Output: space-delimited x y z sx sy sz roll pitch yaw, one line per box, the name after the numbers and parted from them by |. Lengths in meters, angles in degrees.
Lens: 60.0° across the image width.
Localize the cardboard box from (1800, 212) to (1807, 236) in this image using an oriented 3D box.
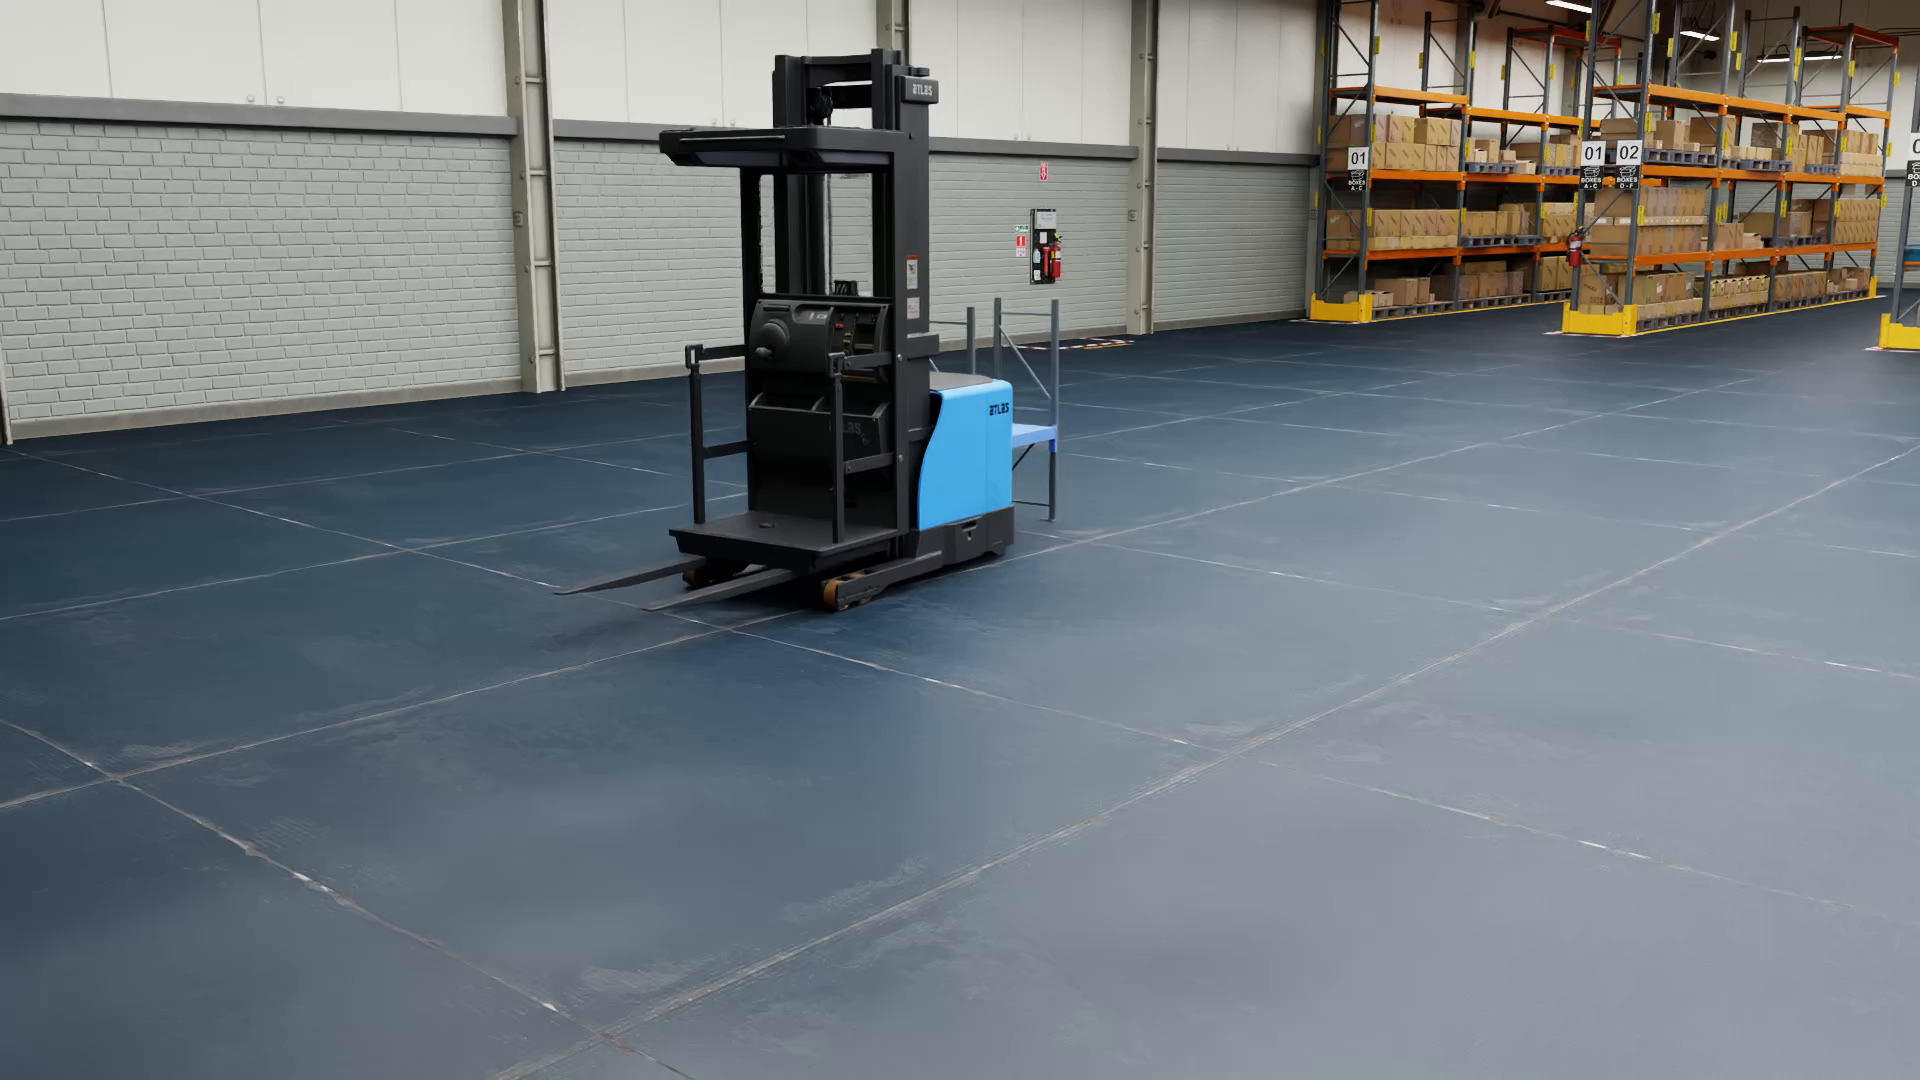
17.723 -6.764 35.589 0.700 0.500 0.500 6 13 26 | cardboard box

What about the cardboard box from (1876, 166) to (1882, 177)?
21.342 -8.653 39.100 0.500 0.250 0.500 10 15 40 | cardboard box

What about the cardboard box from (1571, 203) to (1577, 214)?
13.985 -7.663 38.440 0.500 0.250 0.500 9 15 39 | cardboard box

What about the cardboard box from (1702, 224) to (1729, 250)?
14.429 -5.837 32.022 0.500 0.500 0.500 -11 16 -43 | cardboard box

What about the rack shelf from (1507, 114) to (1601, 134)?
13.799 -9.515 38.234 1.077 0.370 4.000 10 15 40 | rack shelf

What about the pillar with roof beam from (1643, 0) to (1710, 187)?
22.126 -10.899 42.307 9.100 9.000 0.548 10 15 40 | pillar with roof beam

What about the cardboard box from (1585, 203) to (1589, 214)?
14.321 -7.738 38.816 0.500 0.250 0.500 10 15 41 | cardboard box

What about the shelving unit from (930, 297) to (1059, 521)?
0.163 -0.810 10.937 0.538 1.500 1.048 8 14 33 | shelving unit

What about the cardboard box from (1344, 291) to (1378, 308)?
7.722 -4.638 32.018 0.500 0.311 0.500 8 14 34 | cardboard box

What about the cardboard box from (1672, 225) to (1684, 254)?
12.596 -5.431 29.988 0.700 0.500 0.500 10 15 41 | cardboard box

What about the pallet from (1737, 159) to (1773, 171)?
15.085 -7.290 32.377 1.003 0.211 1.213 11 16 43 | pallet

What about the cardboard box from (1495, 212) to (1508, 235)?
11.370 -6.836 35.901 0.700 0.500 0.500 10 15 40 | cardboard box

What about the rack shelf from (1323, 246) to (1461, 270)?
8.518 -5.593 32.890 1.077 0.370 4.000 10 15 40 | rack shelf

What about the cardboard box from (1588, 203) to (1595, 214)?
14.658 -7.813 39.191 0.500 0.250 0.500 10 15 42 | cardboard box

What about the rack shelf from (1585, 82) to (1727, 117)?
12.241 -7.698 29.138 1.077 0.370 4.000 10 15 40 | rack shelf

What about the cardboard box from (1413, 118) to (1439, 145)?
9.020 -7.991 32.543 0.500 0.500 0.500 9 14 38 | cardboard box

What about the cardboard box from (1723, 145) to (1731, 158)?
14.336 -7.374 31.623 0.500 0.250 0.500 8 14 35 | cardboard box

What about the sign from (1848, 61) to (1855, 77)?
19.263 -10.183 35.932 0.100 0.325 0.005 10 15 40 | sign

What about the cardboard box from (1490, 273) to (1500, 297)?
11.308 -5.568 36.188 0.700 0.500 0.500 10 15 40 | cardboard box

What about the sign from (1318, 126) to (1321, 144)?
6.794 -7.631 31.340 0.100 0.325 0.005 10 15 40 | sign

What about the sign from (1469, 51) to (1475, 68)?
10.233 -9.605 33.241 0.100 0.325 0.005 10 15 40 | sign

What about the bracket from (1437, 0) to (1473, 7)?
9.251 -10.967 33.455 0.076 0.066 4.783 10 15 40 | bracket

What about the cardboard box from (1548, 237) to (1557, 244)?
13.282 -6.797 37.675 0.380 0.149 0.250 10 15 42 | cardboard box

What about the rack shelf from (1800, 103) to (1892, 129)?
20.163 -9.658 37.938 1.077 0.370 4.000 10 15 40 | rack shelf

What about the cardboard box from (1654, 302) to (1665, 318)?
12.100 -4.066 29.360 0.500 0.250 0.500 10 15 40 | cardboard box

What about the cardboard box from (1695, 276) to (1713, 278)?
14.618 -5.053 32.867 0.500 0.311 0.500 10 15 40 | cardboard box

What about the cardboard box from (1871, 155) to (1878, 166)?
21.005 -8.826 38.688 0.500 0.250 0.500 10 15 40 | cardboard box

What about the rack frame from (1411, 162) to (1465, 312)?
9.838 -6.240 34.293 1.000 3.000 0.127 10 15 40 | rack frame

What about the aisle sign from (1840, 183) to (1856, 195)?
21.307 -8.688 39.914 0.394 0.787 0.004 10 15 40 | aisle sign

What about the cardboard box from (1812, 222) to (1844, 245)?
19.384 -6.865 37.171 0.500 0.500 0.500 10 15 42 | cardboard box

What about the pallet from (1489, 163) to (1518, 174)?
11.008 -7.848 35.169 1.213 0.211 1.003 10 15 40 | pallet

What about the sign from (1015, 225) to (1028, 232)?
0.957 -4.833 25.808 0.001 0.109 0.331 10 15 40 | sign

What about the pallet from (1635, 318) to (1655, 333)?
11.394 -3.762 29.006 1.003 0.211 1.213 10 15 40 | pallet

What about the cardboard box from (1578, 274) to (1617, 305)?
11.052 -4.354 28.885 0.500 0.500 0.500 10 15 40 | cardboard box

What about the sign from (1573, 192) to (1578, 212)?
10.523 -5.767 28.367 0.100 0.325 0.005 10 15 40 | sign

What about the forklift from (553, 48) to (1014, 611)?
-0.906 -1.168 9.075 1.130 2.935 3.031 8 14 33 | forklift

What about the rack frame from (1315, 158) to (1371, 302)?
7.198 -5.651 31.346 1.000 3.000 0.127 10 15 40 | rack frame

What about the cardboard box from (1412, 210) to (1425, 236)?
8.750 -6.211 32.565 0.500 0.500 0.500 10 15 42 | cardboard box

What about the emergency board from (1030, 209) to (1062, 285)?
1.389 -4.625 26.206 0.194 1.169 0.643 10 15 40 | emergency board

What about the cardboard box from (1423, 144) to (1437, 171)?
9.010 -7.504 32.658 0.500 0.500 0.500 9 14 38 | cardboard box

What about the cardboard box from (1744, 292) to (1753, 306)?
15.366 -4.787 32.968 0.500 0.250 0.500 10 15 42 | cardboard box

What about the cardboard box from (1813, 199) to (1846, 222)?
19.365 -7.349 37.039 0.500 0.500 0.500 10 15 42 | cardboard box

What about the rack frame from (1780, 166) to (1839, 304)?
18.842 -6.777 36.982 1.000 3.000 0.127 10 15 40 | rack frame

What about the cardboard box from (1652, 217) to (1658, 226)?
11.848 -5.521 28.782 0.380 0.149 0.250 9 15 39 | cardboard box

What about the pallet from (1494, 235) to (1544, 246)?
12.088 -6.615 36.664 1.213 0.211 1.003 10 15 40 | pallet

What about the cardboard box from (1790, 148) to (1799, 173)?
16.801 -7.852 34.451 0.910 0.500 0.500 10 15 40 | cardboard box

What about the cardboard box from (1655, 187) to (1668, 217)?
11.949 -5.924 29.143 0.700 0.500 0.500 10 15 41 | cardboard box

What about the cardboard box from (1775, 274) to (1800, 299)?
17.393 -5.359 35.143 0.500 0.500 0.500 10 15 40 | cardboard box

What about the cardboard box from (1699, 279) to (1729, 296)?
14.356 -4.834 31.771 0.500 0.311 0.500 10 15 40 | cardboard box

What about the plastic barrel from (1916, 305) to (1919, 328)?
15.017 -3.463 25.670 0.421 0.512 0.421 0 11 0 | plastic barrel

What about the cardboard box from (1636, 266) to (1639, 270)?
16.711 -6.722 42.016 0.700 0.500 0.500 9 14 39 | cardboard box

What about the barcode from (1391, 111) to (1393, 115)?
8.597 -8.493 33.067 0.001 0.075 0.075 10 15 40 | barcode

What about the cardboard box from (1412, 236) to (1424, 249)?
8.766 -5.845 32.647 0.500 0.250 0.500 10 15 41 | cardboard box

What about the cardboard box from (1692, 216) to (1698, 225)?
13.207 -5.824 30.301 0.380 0.149 0.250 9 15 39 | cardboard box

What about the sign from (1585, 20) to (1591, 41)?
10.523 -8.522 27.817 0.100 0.325 0.005 10 15 40 | sign

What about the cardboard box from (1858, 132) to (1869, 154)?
20.513 -9.148 38.387 0.700 0.500 0.500 10 15 40 | cardboard box
